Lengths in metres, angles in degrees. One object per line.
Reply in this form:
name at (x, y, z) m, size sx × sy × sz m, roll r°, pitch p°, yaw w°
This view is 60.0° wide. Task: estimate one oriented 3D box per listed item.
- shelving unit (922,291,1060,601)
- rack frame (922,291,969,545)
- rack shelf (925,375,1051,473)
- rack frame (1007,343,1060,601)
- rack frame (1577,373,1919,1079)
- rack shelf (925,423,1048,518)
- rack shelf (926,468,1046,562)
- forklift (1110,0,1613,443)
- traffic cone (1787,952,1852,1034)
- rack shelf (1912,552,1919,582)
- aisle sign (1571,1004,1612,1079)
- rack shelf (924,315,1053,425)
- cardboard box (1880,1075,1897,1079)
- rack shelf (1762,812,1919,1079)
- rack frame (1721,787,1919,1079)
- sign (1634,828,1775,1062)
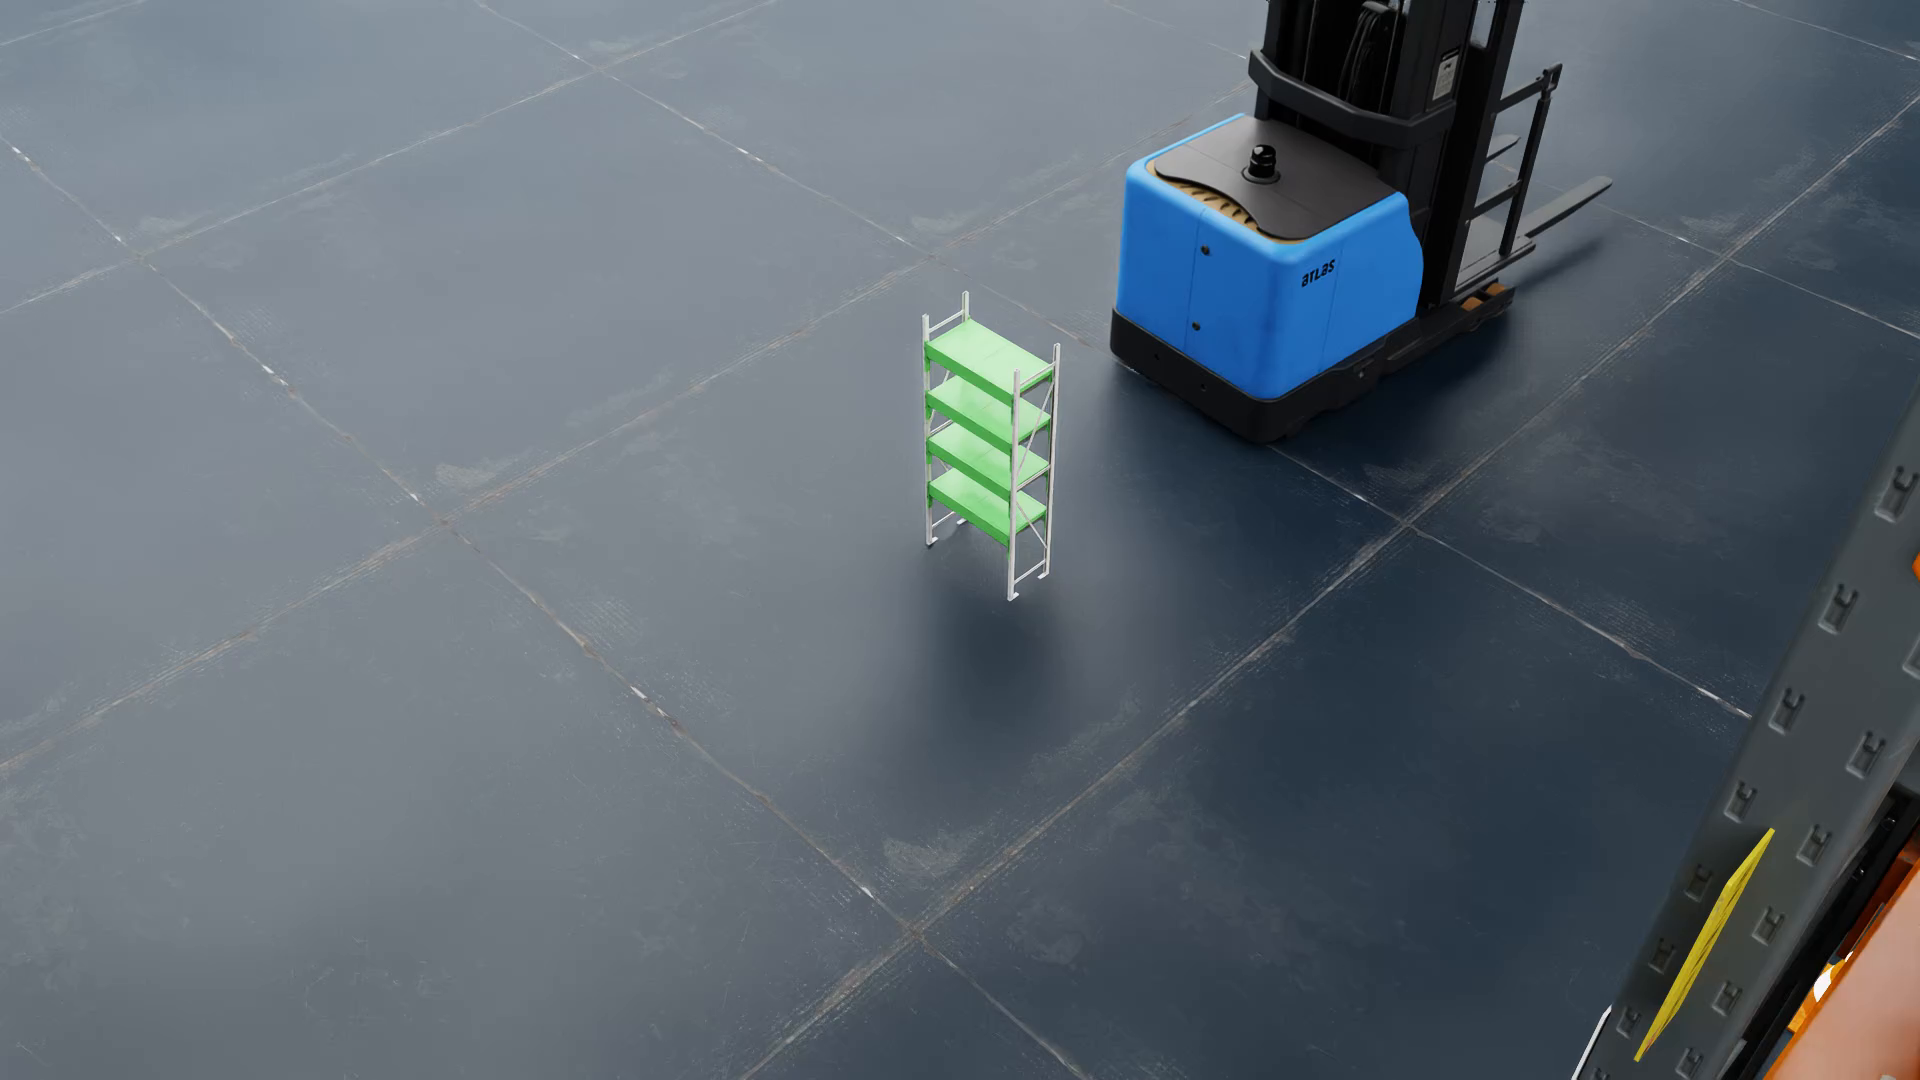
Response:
shelving unit at (0.117, -0.361, 6.757) m, size 0.258 × 1.200 × 0.503 m, roll -34°, pitch 53°, yaw -31°
rack frame at (-0.055, -0.478, 6.884) m, size 0.240 × 1.200 × 0.015 m, roll -34°, pitch 53°, yaw -31°
rack shelf at (0.117, -0.490, 6.637) m, size 0.258 × 0.148 × 0.480 m, roll -34°, pitch 53°, yaw -31°
rack frame at (0.289, -0.244, 6.630) m, size 0.240 × 1.200 × 0.015 m, roll -34°, pitch 53°, yaw -31°
rack frame at (1.154, -0.616, 1.286) m, size 1.000 × 3.000 × 0.127 m, roll -34°, pitch 53°, yaw -31°
rack shelf at (0.117, -0.314, 6.800) m, size 0.258 × 0.148 × 0.480 m, roll -34°, pitch 53°, yaw -31°
rack shelf at (0.117, -0.138, 6.963) m, size 0.258 × 0.148 × 0.480 m, roll -34°, pitch 53°, yaw -31°
forklift at (2.185, -2.376, 7.662) m, size 3.031 × 2.935 × 1.130 m, roll -30°, pitch 51°, yaw -28°
traffic cone at (2.917, 1.412, 5.381) m, size 0.336 × 0.463 × 0.334 m, roll -34°, pitch 53°, yaw -31°
rack shelf at (2.567, 0.611, 0.491) m, size 1.077 × 0.370 × 4.000 m, roll -34°, pitch 53°, yaw -31°
aisle sign at (0.891, 0.752, 2.311) m, size 0.394 × 0.787 × 0.004 m, roll -34°, pitch 53°, yaw -31°
rack shelf at (0.117, -0.667, 6.474) m, size 0.258 × 0.148 × 0.480 m, roll -34°, pitch 53°, yaw -31°
cardboard box at (1.159, 0.893, 2.048) m, size 0.380 × 0.149 × 0.250 m, roll -34°, pitch 53°, yaw -31°
rack shelf at (2.567, 1.711, 1.508) m, size 1.077 × 0.370 × 4.000 m, roll -34°, pitch 53°, yaw -31°
rack frame at (1.154, 1.587, 3.322) m, size 1.000 × 3.000 × 0.127 m, roll -34°, pitch 53°, yaw -31°
sign at (0.770, 0.425, 1.726) m, size 0.100 × 0.325 × 0.005 m, roll -34°, pitch 53°, yaw -31°
